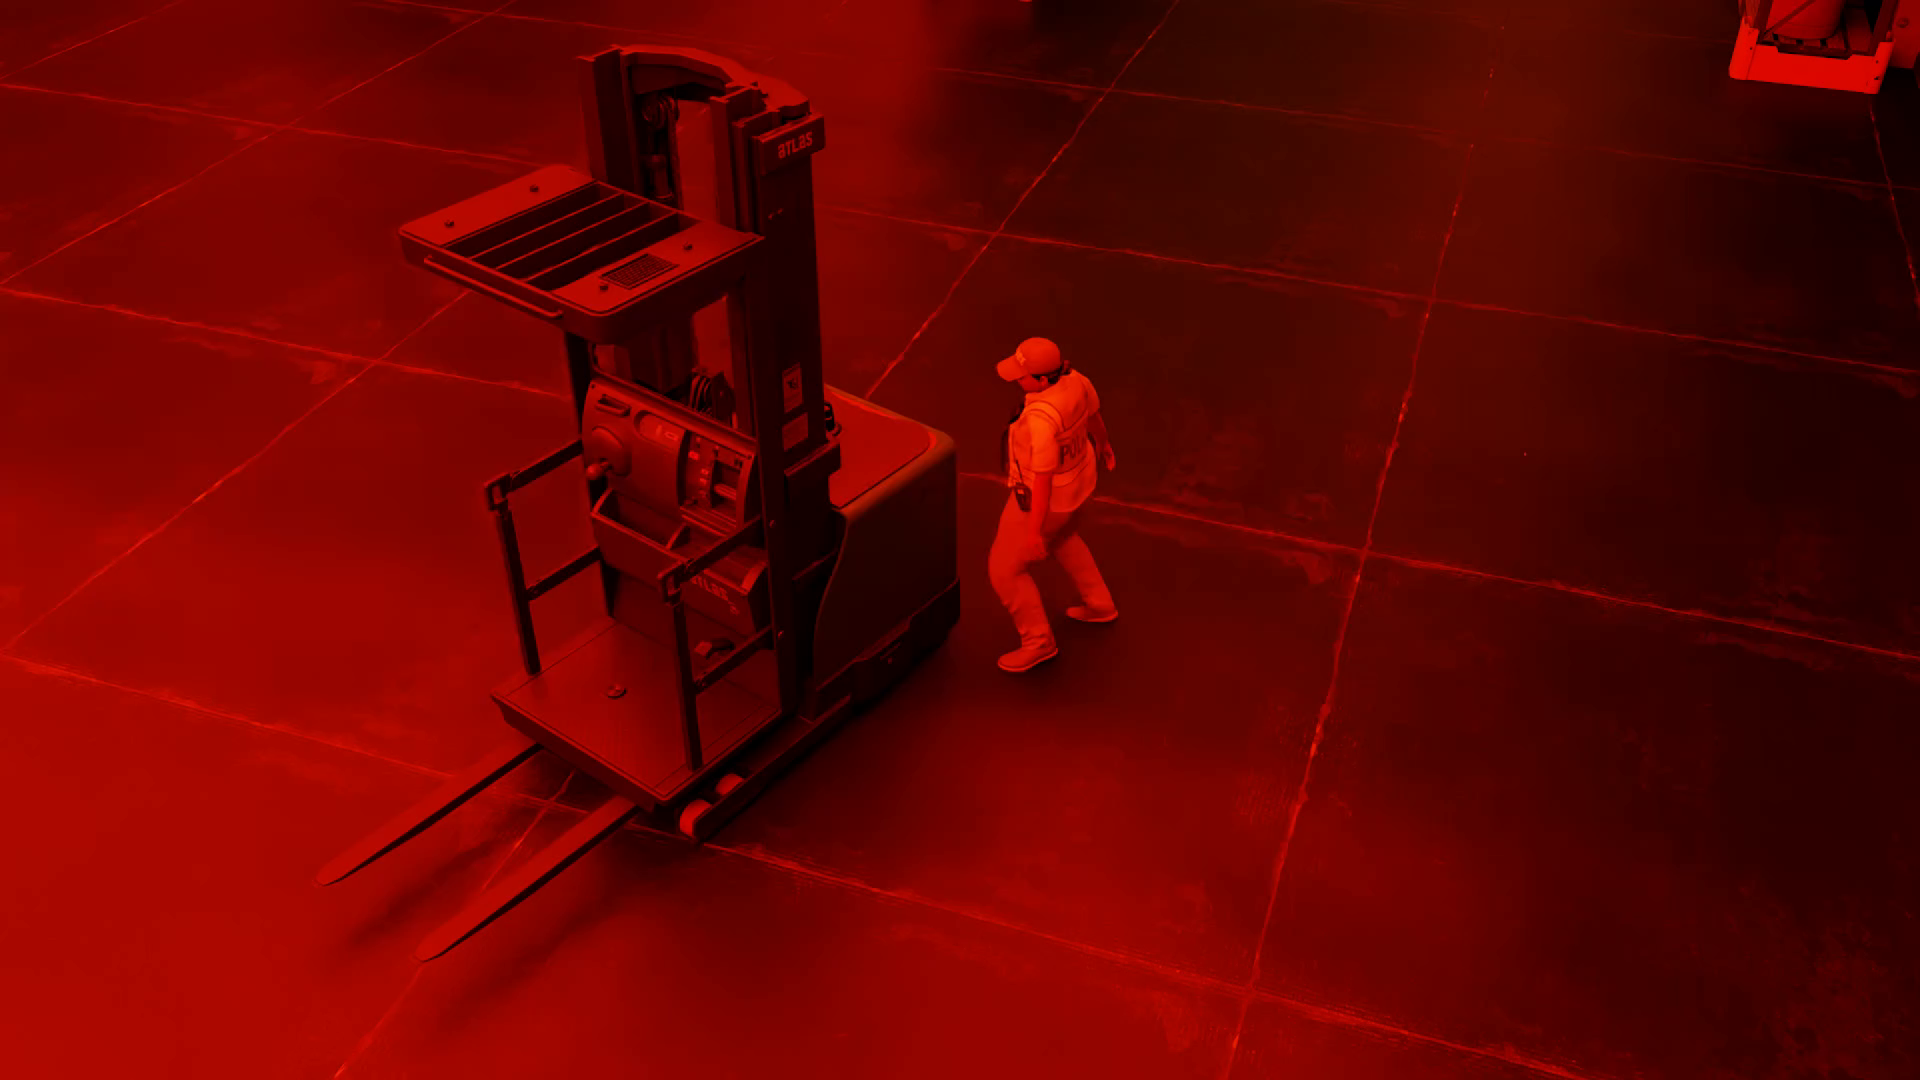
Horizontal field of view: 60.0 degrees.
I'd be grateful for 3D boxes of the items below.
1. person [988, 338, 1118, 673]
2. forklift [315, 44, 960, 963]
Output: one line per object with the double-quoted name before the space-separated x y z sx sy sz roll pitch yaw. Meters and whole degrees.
"person" 0.459 -0.210 7.608 0.506 1.645 0.840 18 39 24
"forklift" -1.300 -0.279 6.504 1.130 2.935 3.031 24 42 30
